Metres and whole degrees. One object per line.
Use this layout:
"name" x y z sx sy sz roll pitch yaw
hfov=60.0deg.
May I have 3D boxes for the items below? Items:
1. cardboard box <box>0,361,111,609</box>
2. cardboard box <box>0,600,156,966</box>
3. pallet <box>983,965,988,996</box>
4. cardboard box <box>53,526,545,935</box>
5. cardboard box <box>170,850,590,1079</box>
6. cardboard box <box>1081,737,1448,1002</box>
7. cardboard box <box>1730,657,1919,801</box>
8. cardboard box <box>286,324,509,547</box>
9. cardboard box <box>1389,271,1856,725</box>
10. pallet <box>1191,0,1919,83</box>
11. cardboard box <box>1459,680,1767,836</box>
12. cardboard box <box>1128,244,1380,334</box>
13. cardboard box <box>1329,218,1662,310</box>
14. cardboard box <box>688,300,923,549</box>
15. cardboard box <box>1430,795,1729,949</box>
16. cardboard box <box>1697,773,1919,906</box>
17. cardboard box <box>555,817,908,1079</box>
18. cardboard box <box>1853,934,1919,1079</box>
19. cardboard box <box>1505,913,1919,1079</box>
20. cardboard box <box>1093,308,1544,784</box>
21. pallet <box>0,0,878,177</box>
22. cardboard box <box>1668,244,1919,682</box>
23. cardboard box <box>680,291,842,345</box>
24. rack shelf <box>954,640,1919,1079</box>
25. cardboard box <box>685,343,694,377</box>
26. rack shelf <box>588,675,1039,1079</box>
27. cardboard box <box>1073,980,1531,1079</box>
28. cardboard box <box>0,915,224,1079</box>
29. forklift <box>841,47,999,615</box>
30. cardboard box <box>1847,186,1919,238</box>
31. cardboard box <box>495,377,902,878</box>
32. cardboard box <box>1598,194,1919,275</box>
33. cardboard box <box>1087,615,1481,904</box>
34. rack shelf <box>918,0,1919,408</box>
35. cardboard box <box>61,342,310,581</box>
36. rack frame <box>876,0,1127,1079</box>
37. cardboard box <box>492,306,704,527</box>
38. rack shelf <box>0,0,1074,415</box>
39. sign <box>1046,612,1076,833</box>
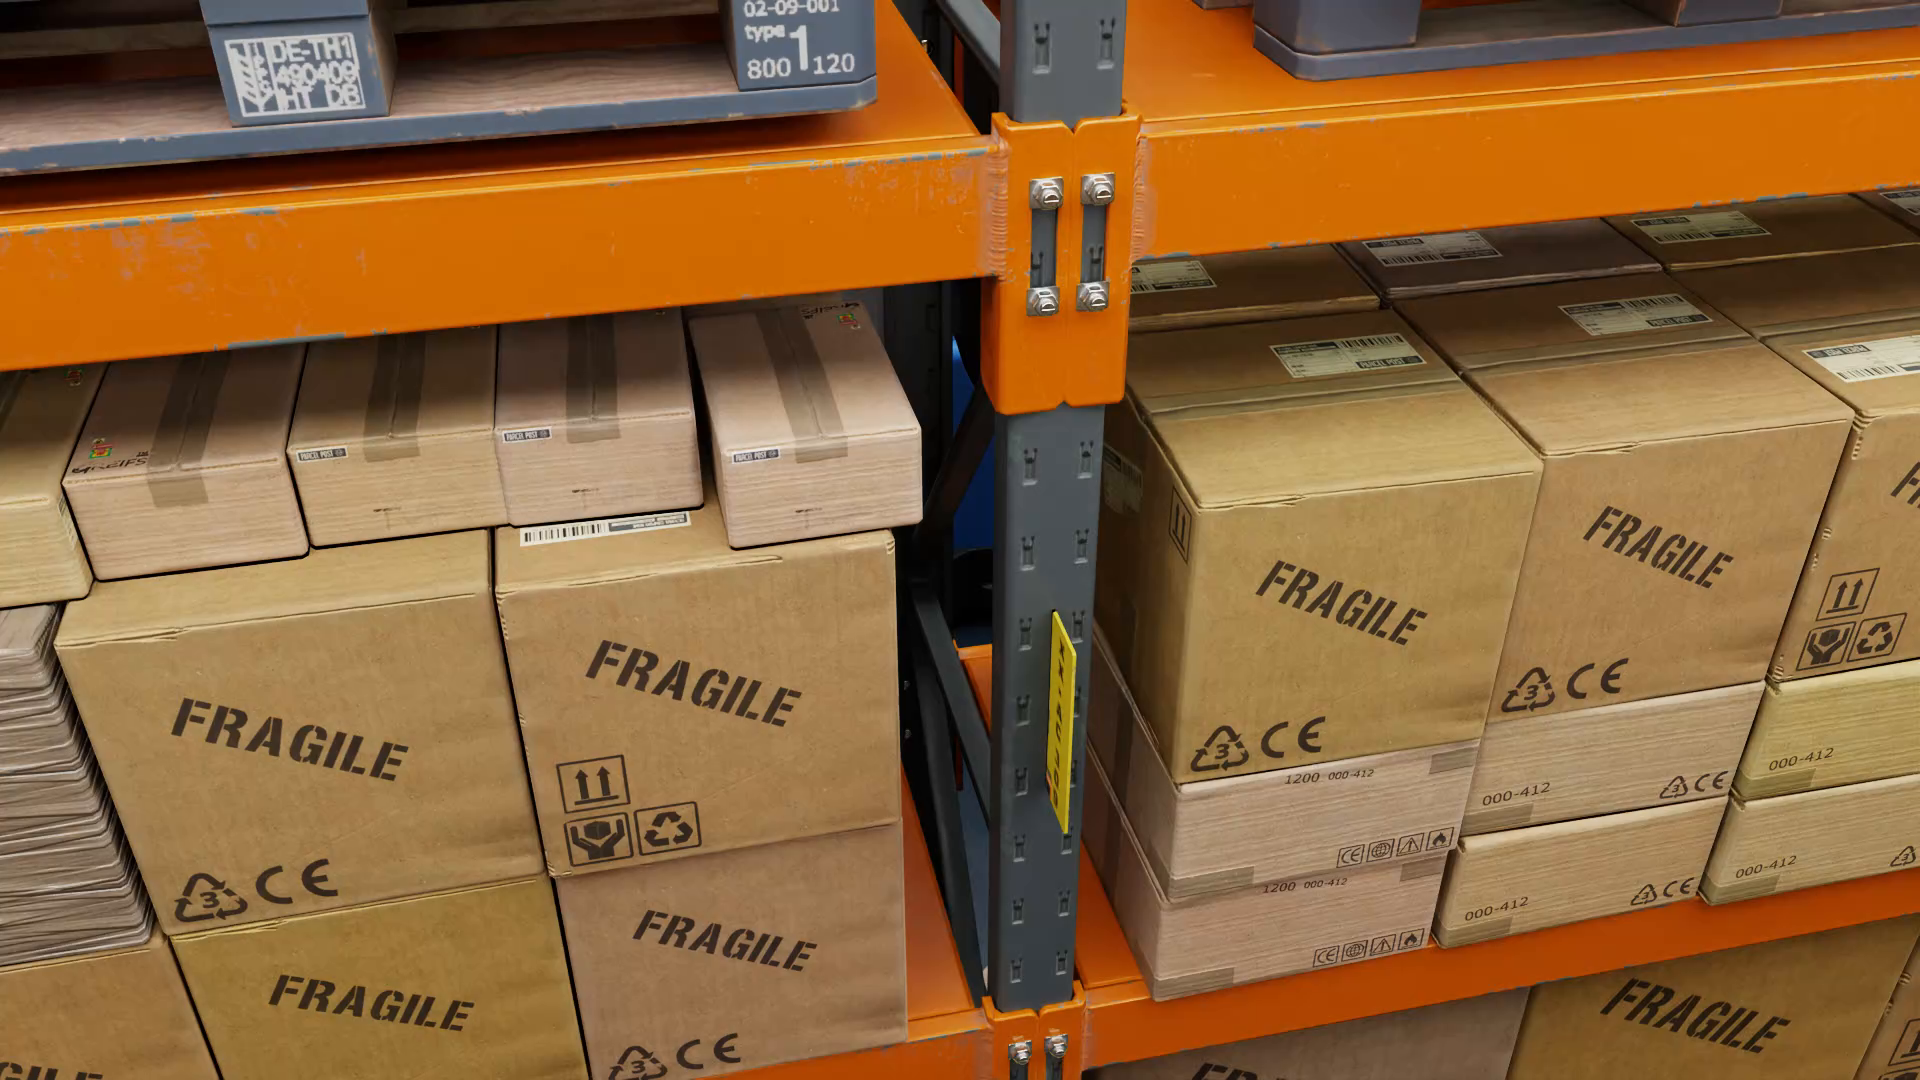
"cardboard box" -1.219 -0.075 2.101 0.250 0.149 0.380 -7 35 -11
"cardboard box" -1.374 0.227 2.233 0.500 0.500 0.500 -7 34 -10
"pallet" 0.752 1.372 4.016 1.213 0.211 1.003 -7 35 -11
"cardboard box" -0.880 0.159 2.334 0.500 0.500 0.500 -8 35 -11
"cardboard box" -0.880 0.570 2.618 0.500 0.500 0.500 -8 35 -12
"cardboard box" 0.504 0.501 2.945 0.500 0.250 0.500 -8 35 -12
"cardboard box" 1.508 0.177 2.981 0.500 0.250 0.500 -7 34 -10
"cardboard box" -0.740 -0.167 2.237 0.250 0.149 0.380 -7 35 -10
"cardboard box" 0.999 -0.082 2.694 0.500 0.500 0.500 -7 35 -11
"pallet" 0.900 -0.956 2.462 1.217 0.209 0.805 -9 35 -12
"cardboard box" 1.010 0.224 2.910 0.500 0.250 0.500 -7 34 -10
"cardboard box" 0.397 -0.298 3.016 0.500 0.500 0.500 -6 34 -9
"cardboard box" 0.900 -0.366 3.116 0.500 0.500 0.500 -7 34 -10
"cardboard box" -0.214 -0.165 2.235 0.250 0.149 0.380 -8 35 -12
"cardboard box" 1.008 0.437 3.041 0.500 0.250 0.500 -8 35 -12
"cardboard box" 1.511 0.383 3.122 0.500 0.250 0.500 -7 35 -11
"cardboard box" -0.380 0.504 2.717 0.500 0.500 0.500 -7 34 -10
"cardboard box" 2.355 0.713 4.025 0.875 0.875 0.875 -7 34 -10
"cardboard box" 1.483 0.823 3.862 0.875 0.875 0.875 -6 34 -9
"cardboard box" 0.509 -0.005 2.578 0.500 0.500 0.500 -7 34 -10
"pallet" -0.784 -0.764 2.084 1.213 0.211 1.003 -7 35 -11
"cardboard box" 1.489 -0.143 2.784 0.500 0.500 0.500 -8 35 -12
"cardboard box" -0.349 -0.479 2.702 0.250 0.149 0.380 -8 35 -11
"rack shelf" 1.967 0.403 3.604 4.000 0.370 1.077 -7 35 -11
"cardboard box" -0.502 -0.180 2.839 0.500 0.500 0.500 -7 34 -10
"rack shelf" -1.934 0.894 2.871 4.000 0.370 1.077 -7 35 -11
"cardboard box" 0.603 0.938 3.690 0.875 0.875 0.875 -6 34 -9
"cardboard box" -1.367 0.640 2.514 0.500 0.500 0.500 -8 35 -11
"forklift" 0.615 -1.275 5.520 3.031 2.935 1.130 -5 34 -8
"cardboard box" 1.900 -0.489 3.300 0.500 0.500 0.500 -7 34 -10
"cardboard box" -0.383 0.101 2.420 0.500 0.500 0.500 -7 35 -11
"cardboard box" 1.399 -0.418 3.193 0.500 0.500 0.500 -6 34 -9
"cardboard box" 0.508 0.304 2.792 0.500 0.250 0.500 -8 35 -12
"rack shelf" 1.967 -0.843 2.768 4.000 0.370 1.077 -7 35 -11
"cardboard box" -0.983 -0.126 2.176 0.250 0.149 0.380 -7 35 -11
"rack frame" 0.016 0.350 3.037 0.127 3.000 1.000 -7 35 -11
"cardboard box" -0.495 -0.192 2.275 0.250 0.149 0.380 -6 34 -9
"rack shelf" -1.934 -0.351 2.035 4.000 0.370 1.077 -7 35 -11
"sign" 0.140 0.259 2.324 0.005 0.325 0.100 -7 35 -11
